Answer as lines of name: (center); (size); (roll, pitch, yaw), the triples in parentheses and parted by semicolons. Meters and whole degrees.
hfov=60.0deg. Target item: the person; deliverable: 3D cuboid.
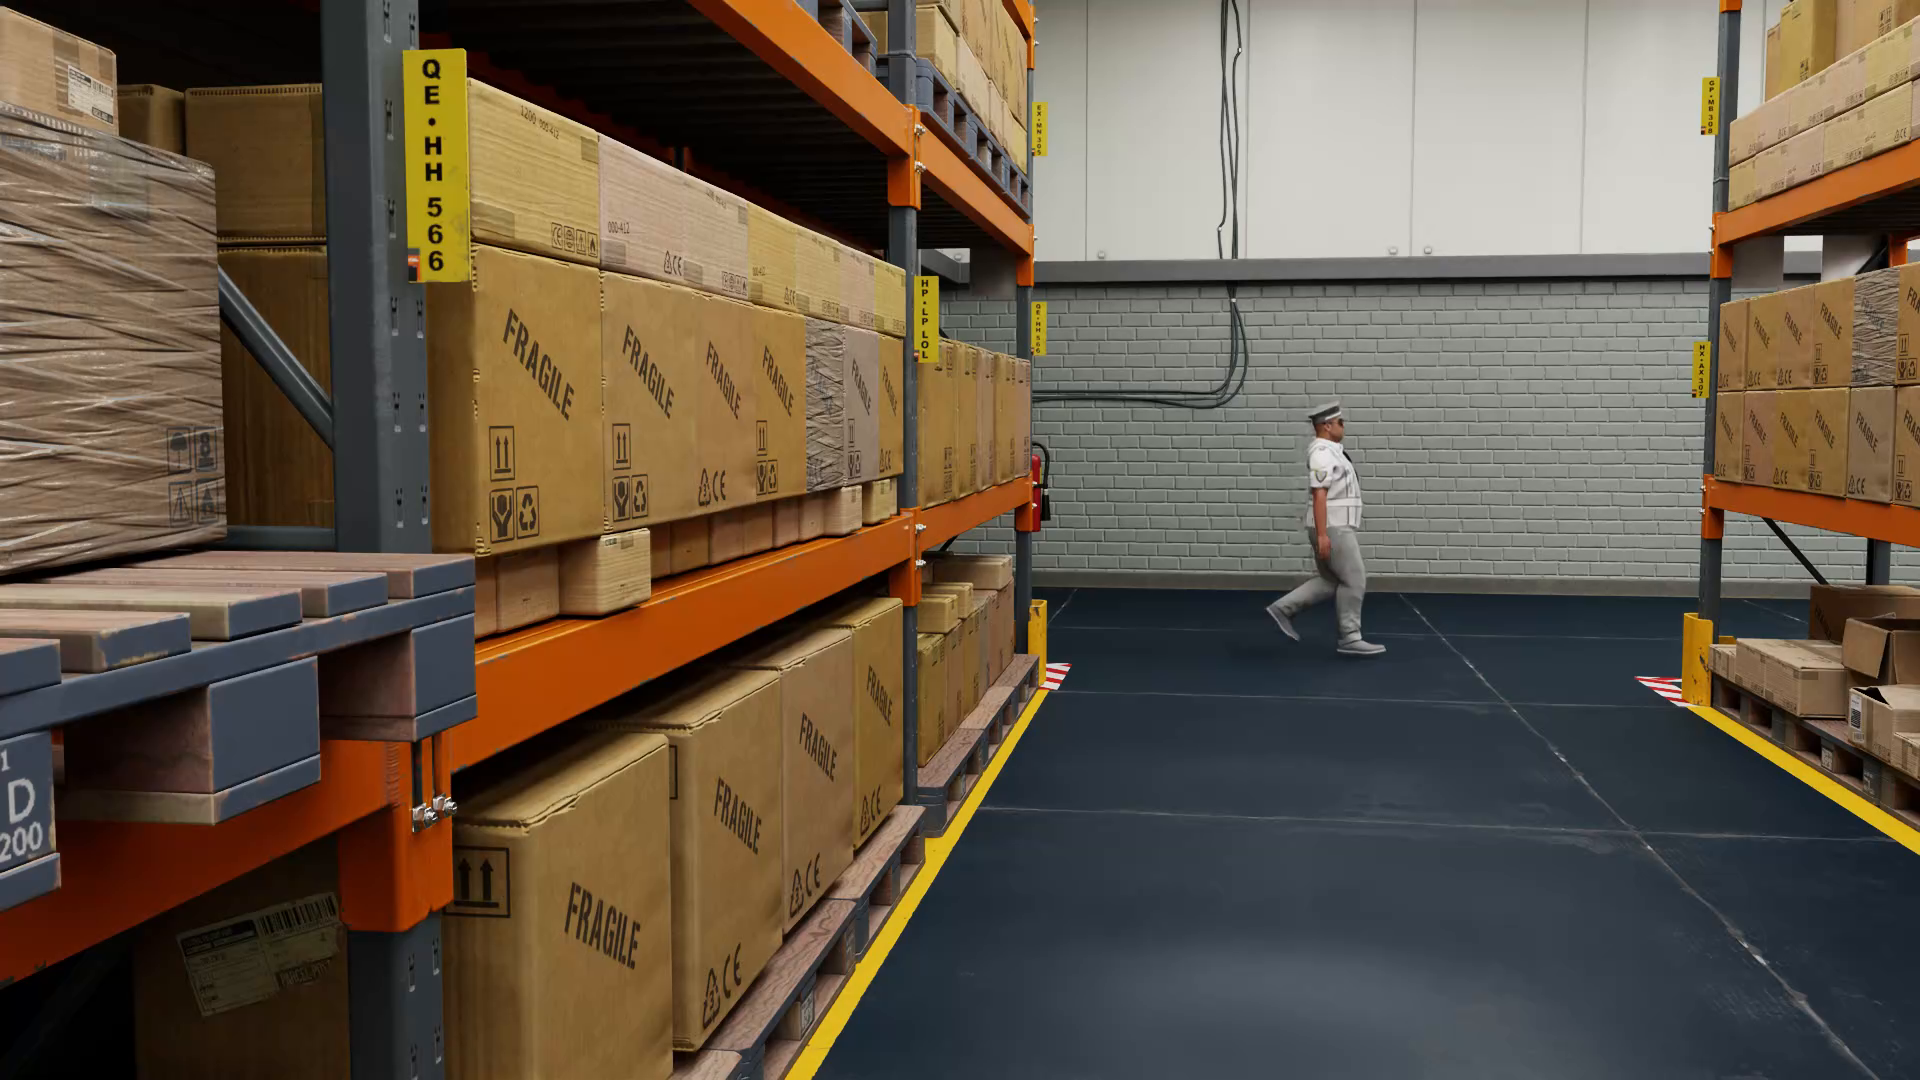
person: (2.533, -0.094, 11.496); (0.823, 1.742, 0.544); (1, 5, 11)
